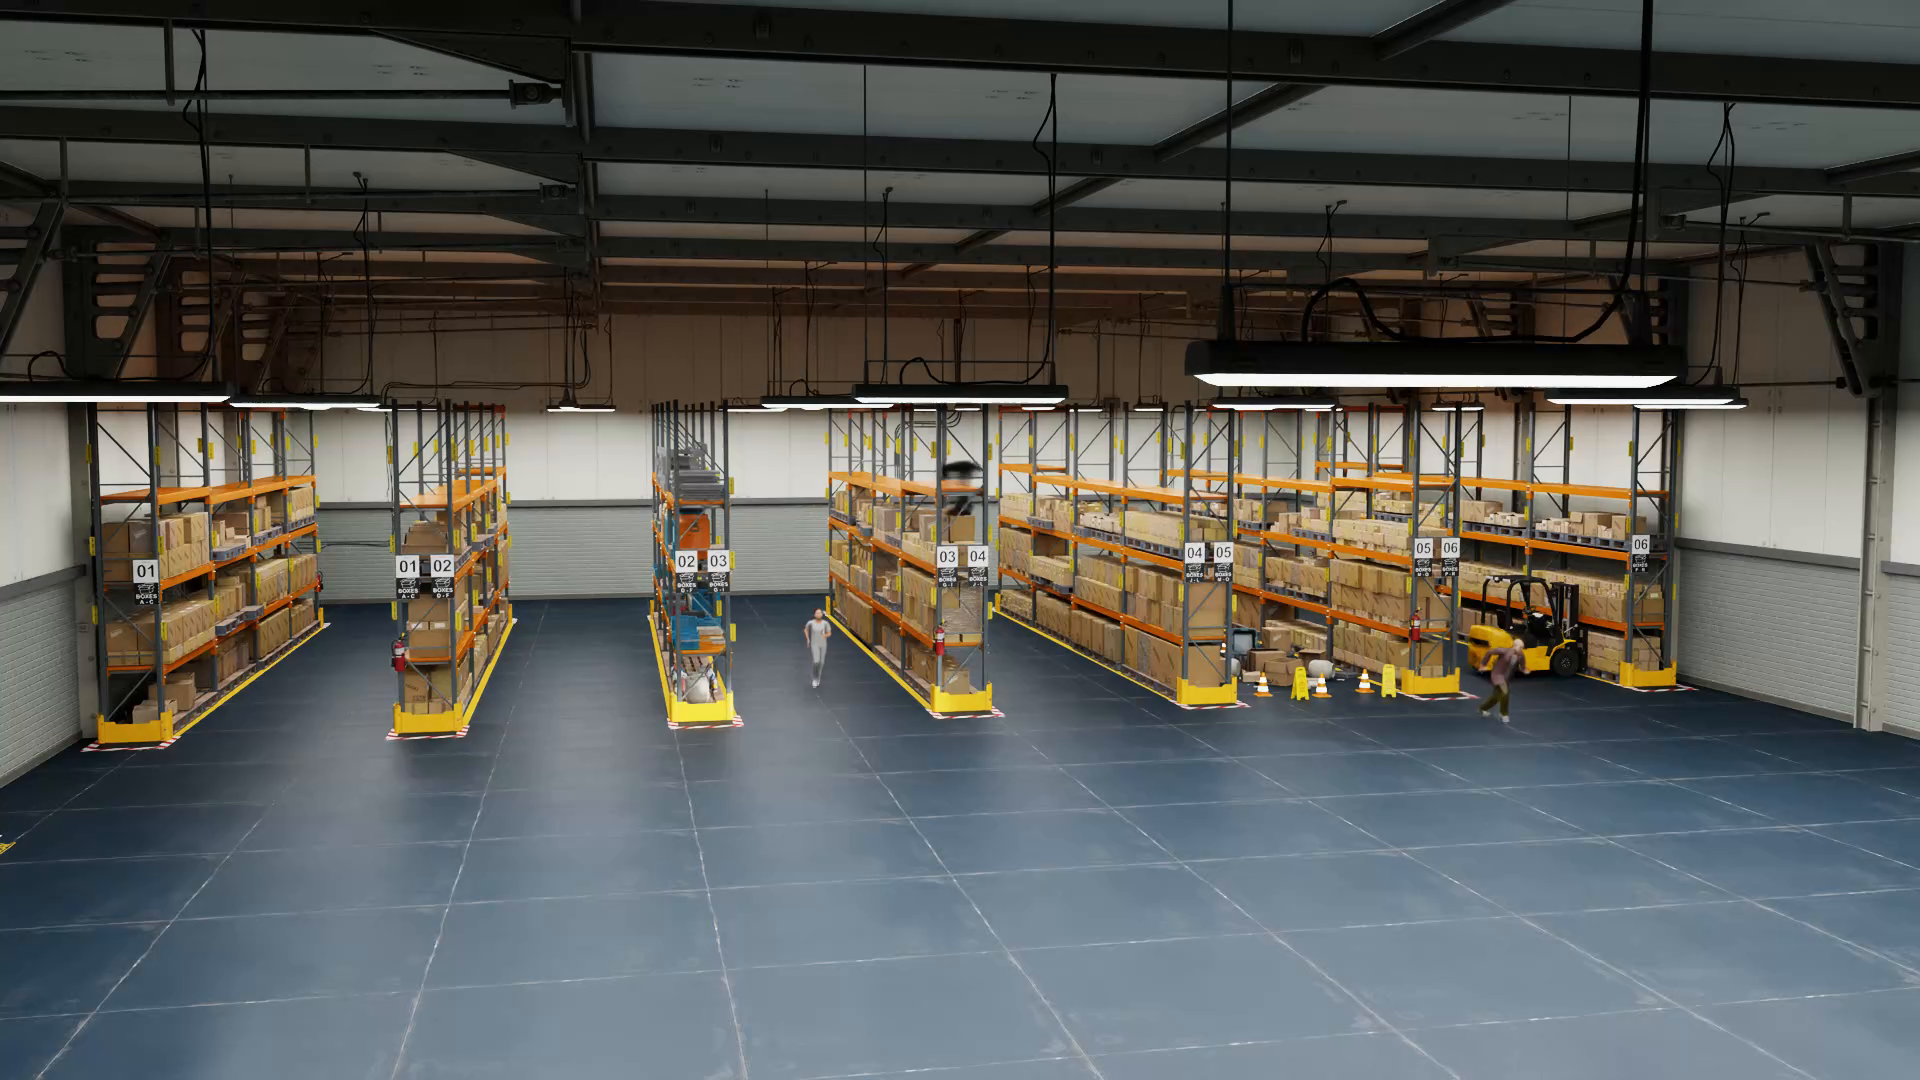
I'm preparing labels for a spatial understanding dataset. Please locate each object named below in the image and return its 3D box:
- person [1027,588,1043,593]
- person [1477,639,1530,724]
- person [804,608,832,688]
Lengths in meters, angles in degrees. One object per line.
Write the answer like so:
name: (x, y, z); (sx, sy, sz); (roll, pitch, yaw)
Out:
person: (2.252, 1.218, 49.771); (0.573, 1.531, 0.524); (-1, 4, -10)
person: (10.106, 2.589, 30.966); (0.717, 1.583, 1.185); (-2, 5, -23)
person: (-2.972, 2.256, 34.922); (0.546, 1.677, 0.689); (-1, 4, -14)
